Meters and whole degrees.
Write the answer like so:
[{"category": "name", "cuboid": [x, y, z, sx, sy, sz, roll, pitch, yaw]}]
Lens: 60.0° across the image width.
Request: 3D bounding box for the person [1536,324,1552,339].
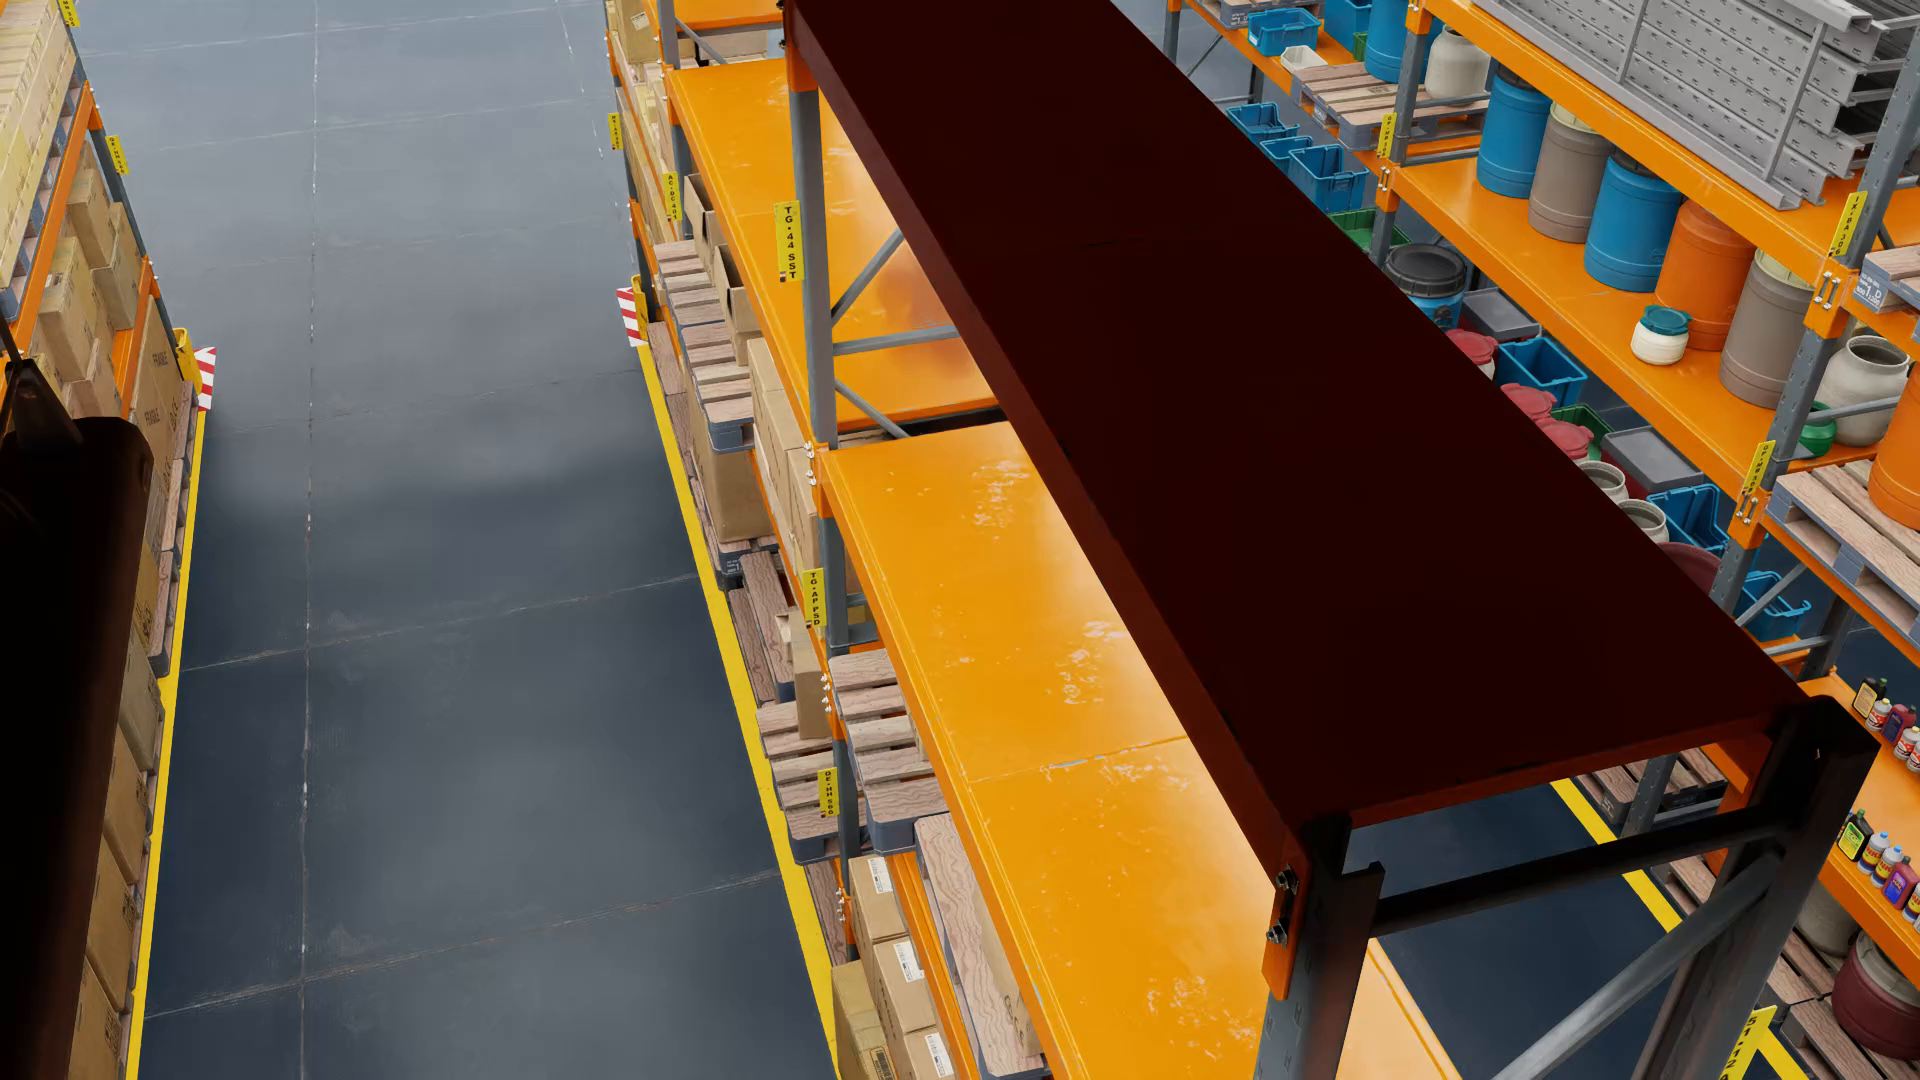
[{"category": "person", "cuboid": [4.832, -1.859, 13.872, 0.678, 1.602, 1.149, 6, 39, 8]}]
